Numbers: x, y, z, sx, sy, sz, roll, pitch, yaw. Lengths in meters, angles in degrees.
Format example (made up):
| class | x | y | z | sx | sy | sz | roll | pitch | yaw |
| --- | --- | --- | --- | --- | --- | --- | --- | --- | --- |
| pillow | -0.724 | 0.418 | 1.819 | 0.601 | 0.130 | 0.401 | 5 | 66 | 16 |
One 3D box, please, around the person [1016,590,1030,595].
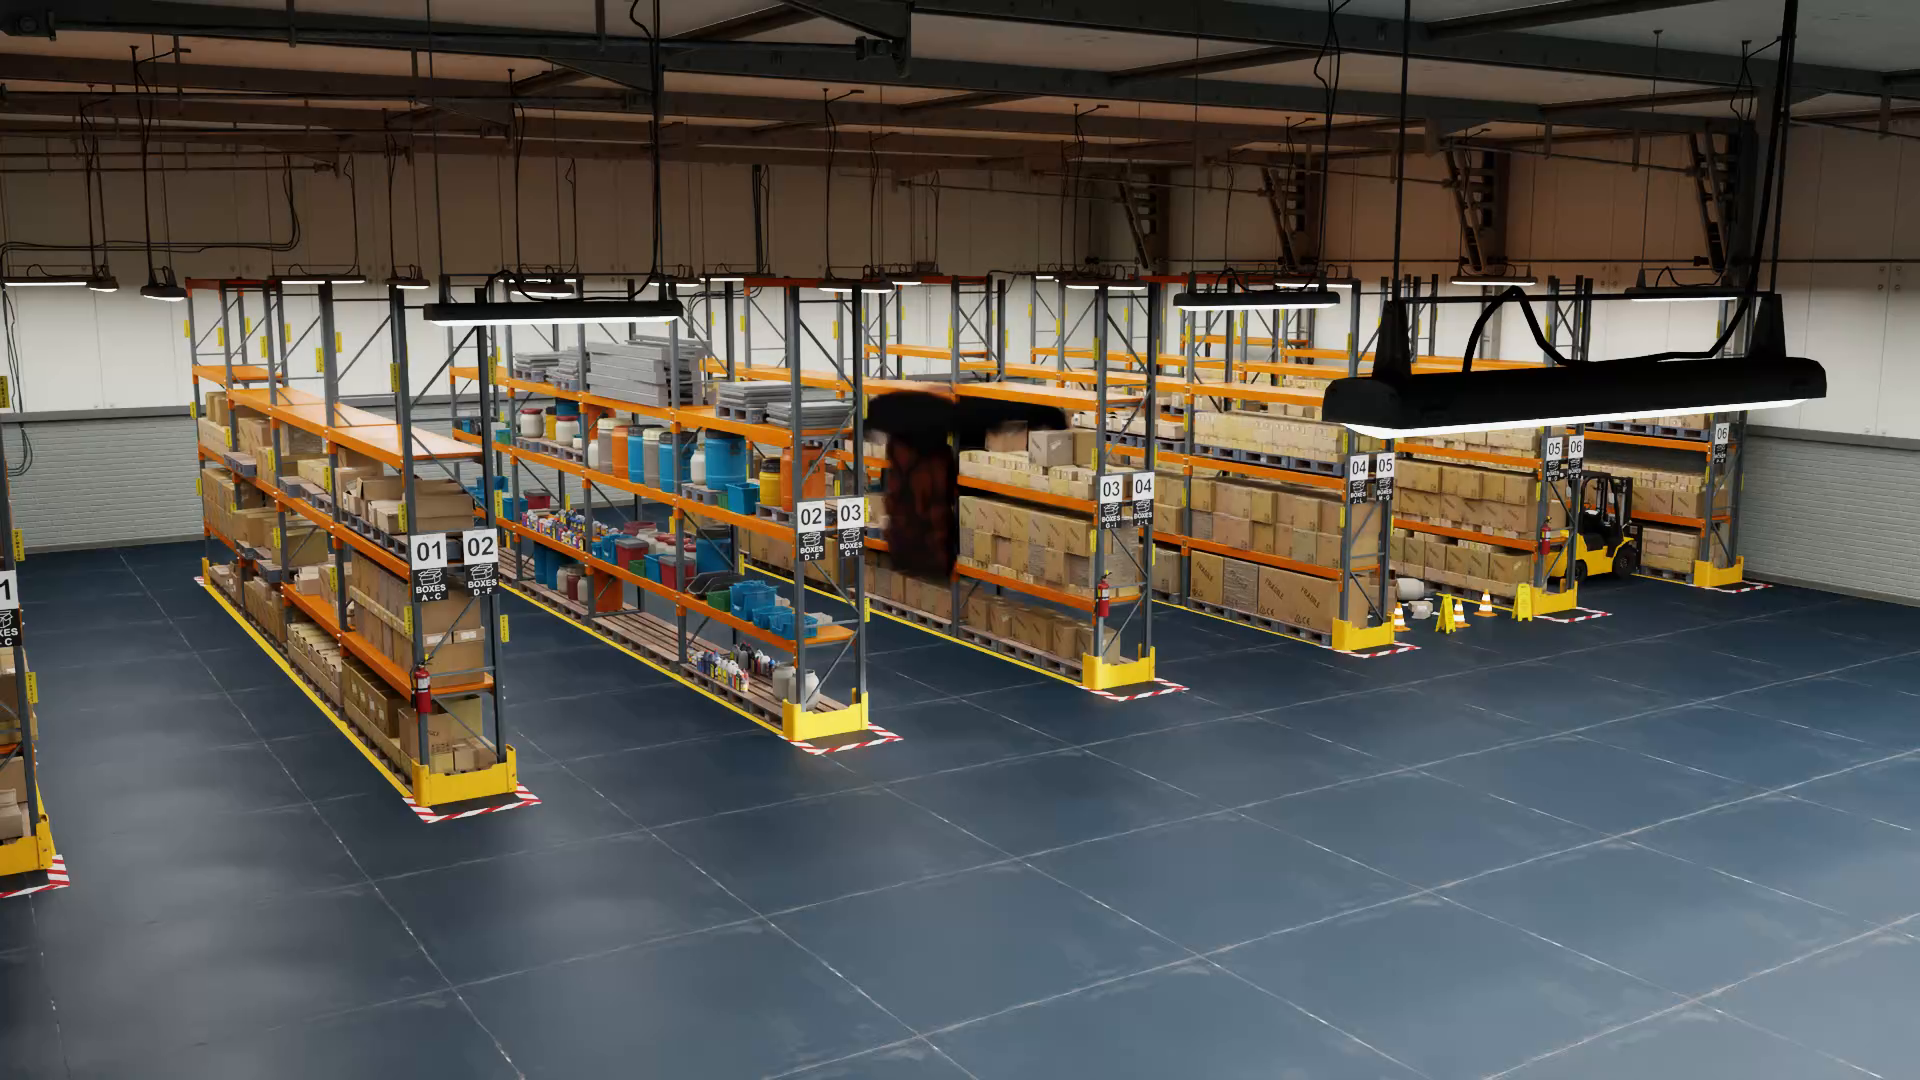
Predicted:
| class | x | y | z | sx | sy | sz | roll | pitch | yaw |
| --- | --- | --- | --- | --- | --- | --- | --- | --- | --- |
| person | 1.257 | 0.174 | 30.258 | 0.612 | 1.655 | 0.463 | -6 | 11 | -32 |
